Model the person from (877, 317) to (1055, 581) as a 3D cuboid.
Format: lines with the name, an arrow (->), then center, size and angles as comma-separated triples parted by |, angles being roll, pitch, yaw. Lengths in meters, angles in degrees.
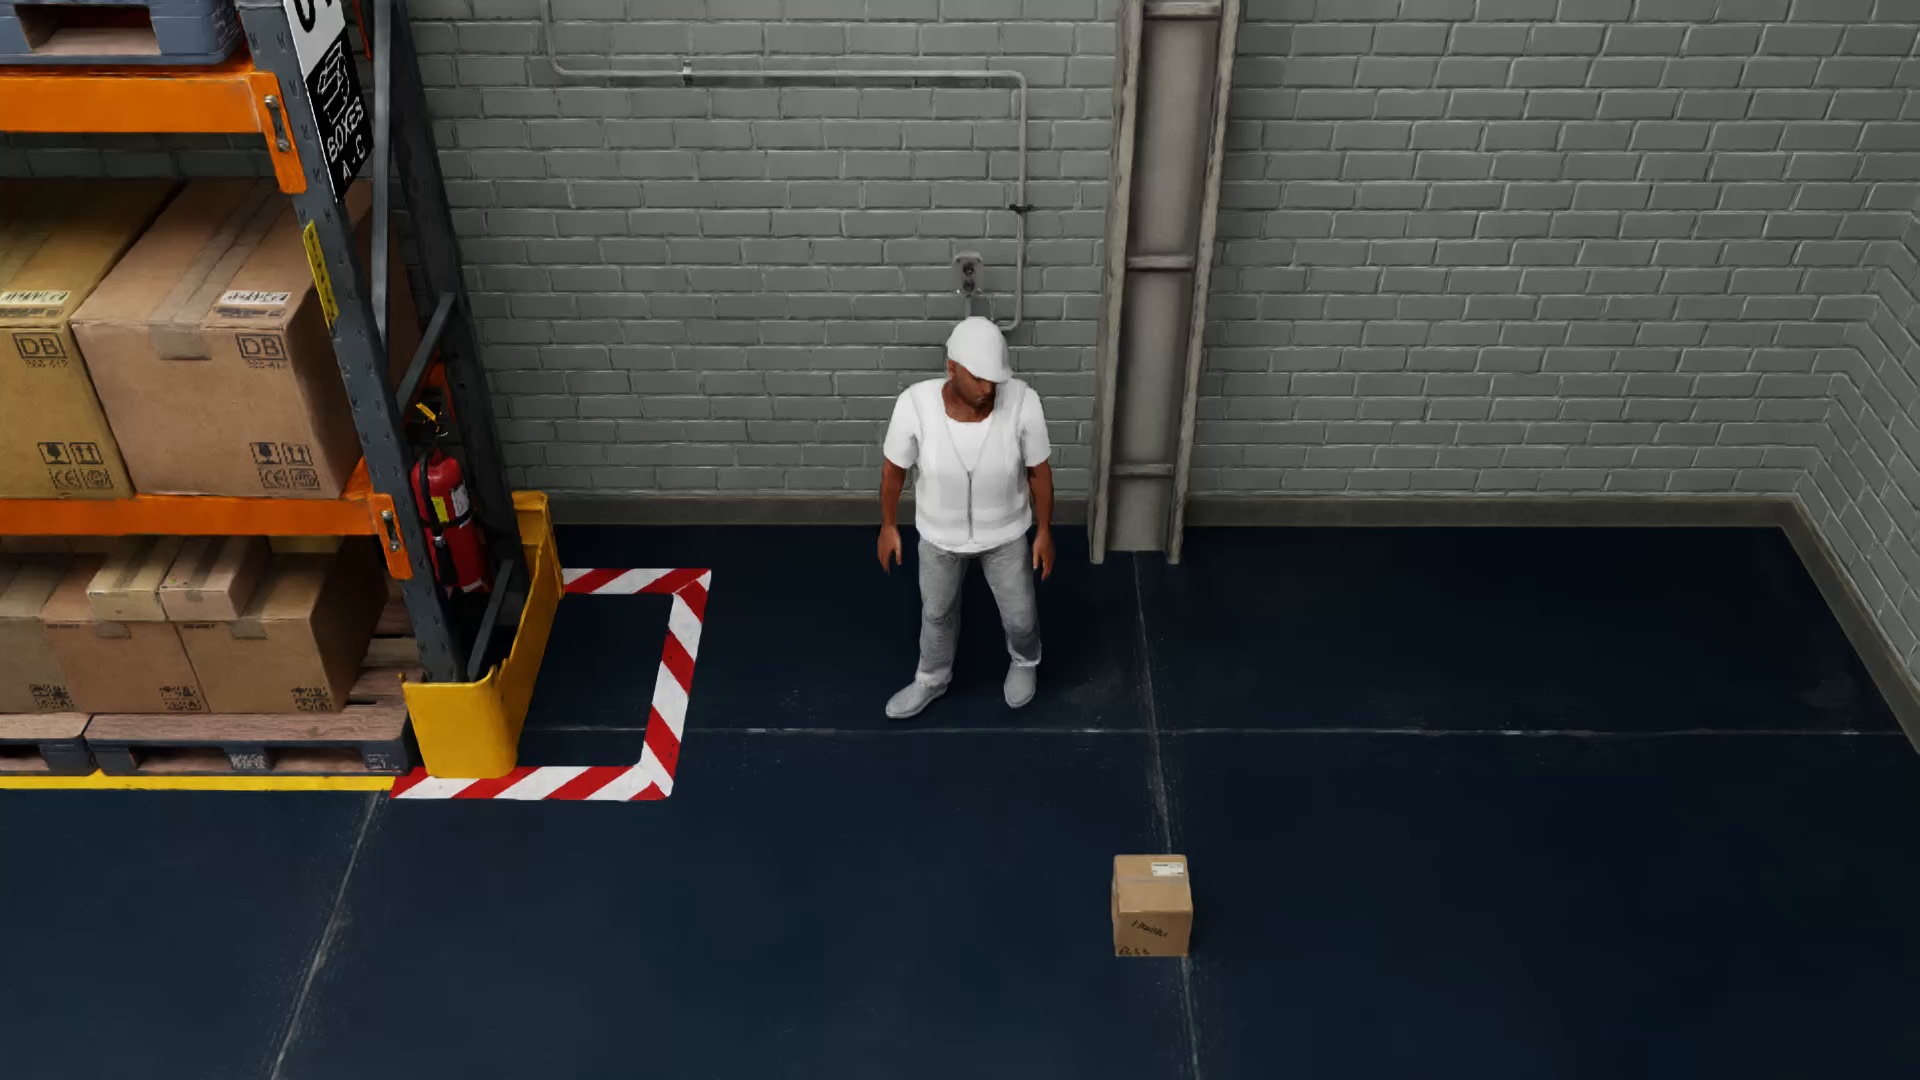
person -> 0.022, -0.321, 5.937 | 0.665, 1.059, 0.337 | 1, 39, 2
